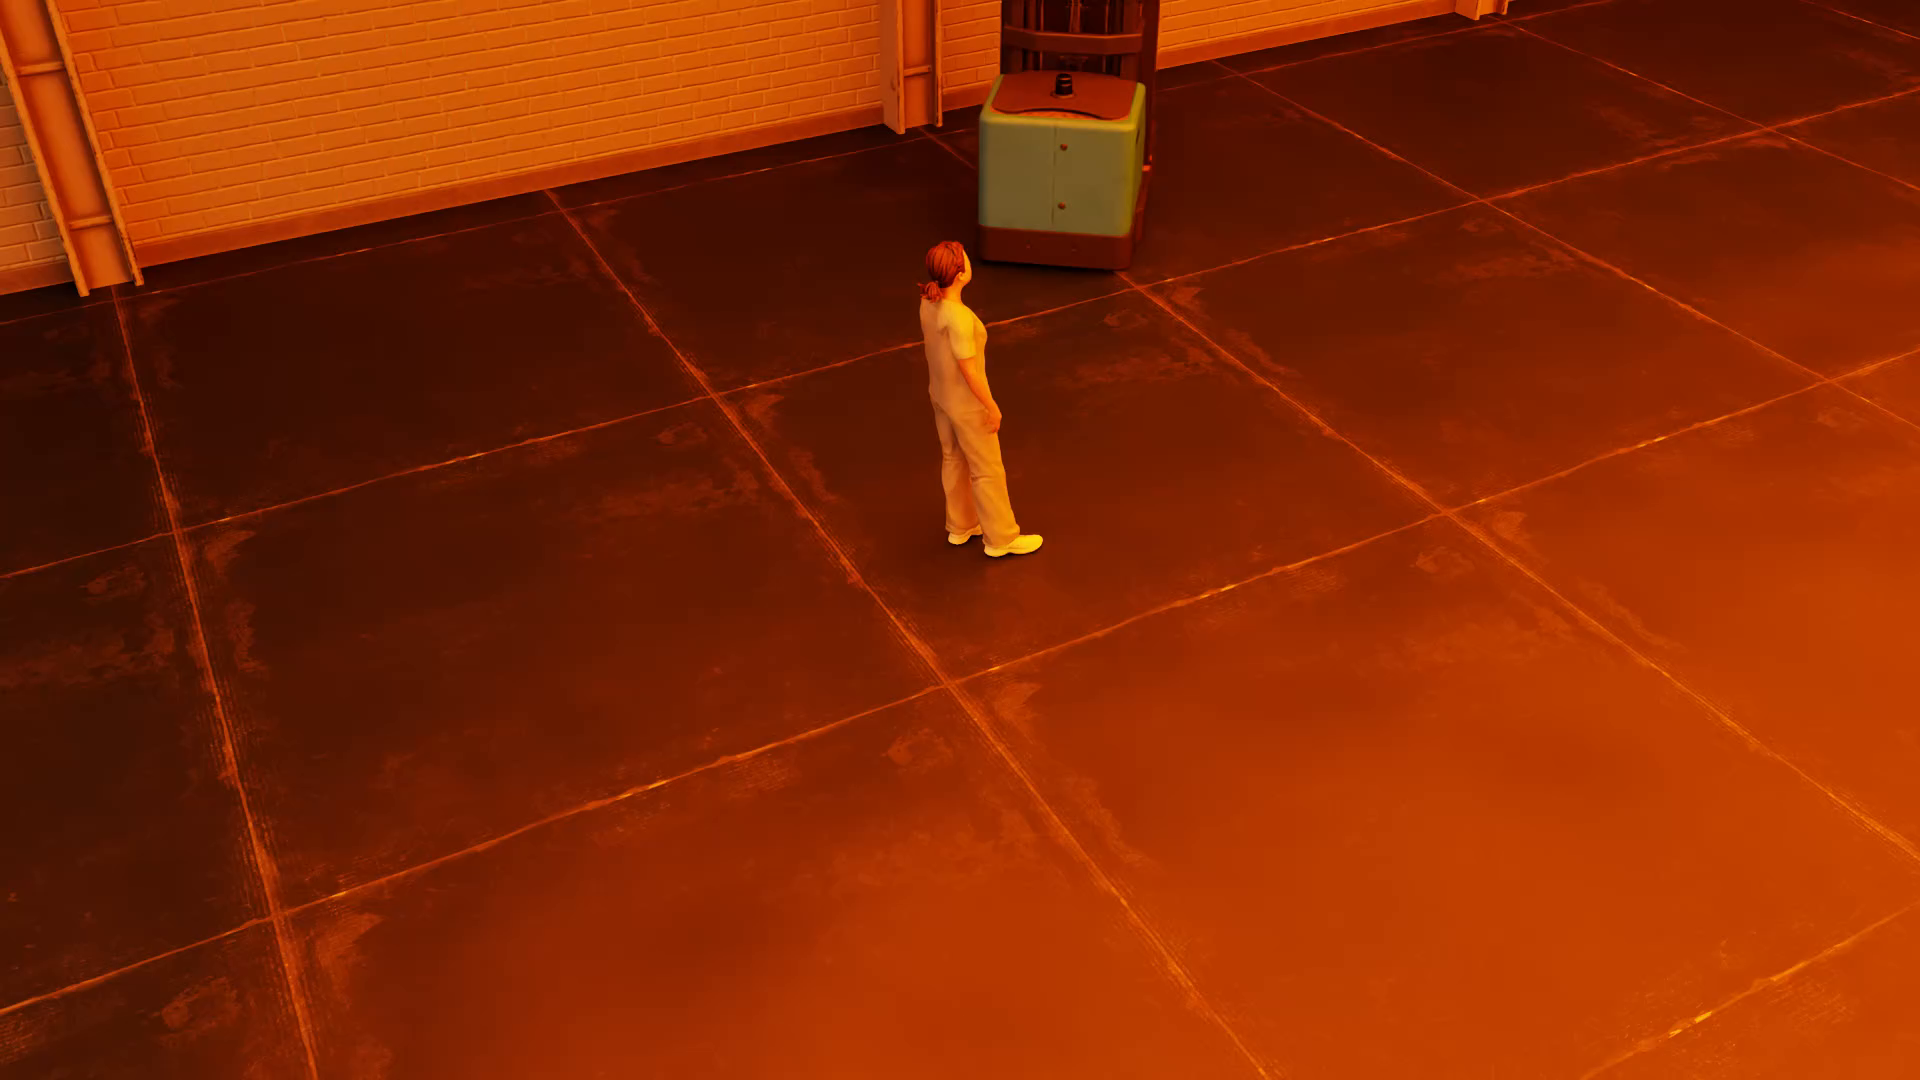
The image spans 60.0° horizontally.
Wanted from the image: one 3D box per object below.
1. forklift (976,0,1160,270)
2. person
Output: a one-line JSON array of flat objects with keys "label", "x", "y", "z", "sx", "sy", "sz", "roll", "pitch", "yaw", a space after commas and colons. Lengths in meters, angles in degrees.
[{"label": "forklift", "x": 0.866, "y": -3.840, "z": 11.555, "sx": 1.130, "sy": 2.935, "sz": 3.031, "roll": 6, "pitch": 36, "yaw": 8}, {"label": "person", "x": 0.071, "y": -0.703, "z": 8.193, "sx": 0.549, "sy": 1.675, "sz": 0.549, "roll": -17, "pitch": 39, "yaw": -23}]
